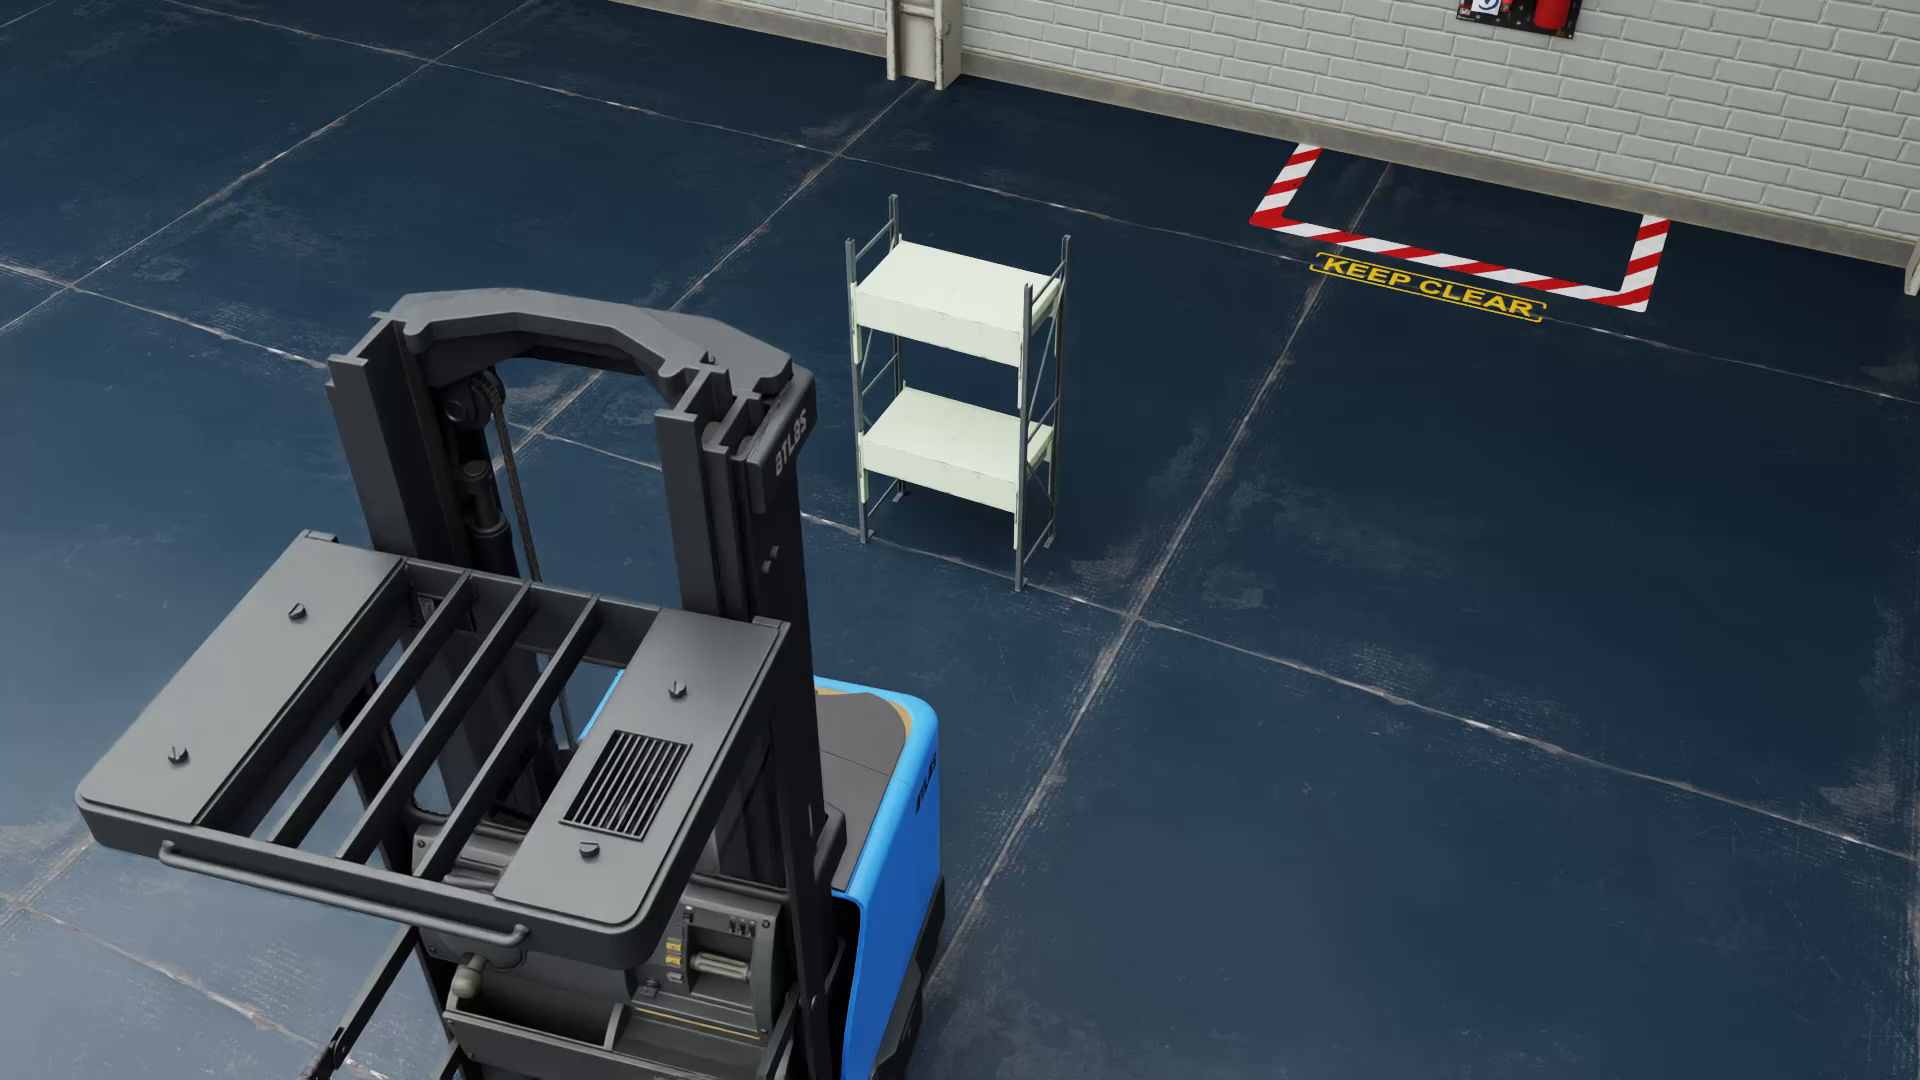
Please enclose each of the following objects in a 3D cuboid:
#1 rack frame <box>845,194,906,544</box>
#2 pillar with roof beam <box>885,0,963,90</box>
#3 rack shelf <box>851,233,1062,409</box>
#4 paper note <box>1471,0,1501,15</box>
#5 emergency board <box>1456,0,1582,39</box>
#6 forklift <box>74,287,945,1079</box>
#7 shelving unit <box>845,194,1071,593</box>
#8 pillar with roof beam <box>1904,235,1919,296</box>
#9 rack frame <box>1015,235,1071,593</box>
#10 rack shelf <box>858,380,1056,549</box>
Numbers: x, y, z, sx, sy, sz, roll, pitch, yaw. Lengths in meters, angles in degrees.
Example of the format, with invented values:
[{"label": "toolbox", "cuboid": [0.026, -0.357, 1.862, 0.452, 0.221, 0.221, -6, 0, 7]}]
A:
[{"label": "rack frame", "cuboid": [-0.338, -0.670, 6.878, 0.023, 1.500, 0.400, 17, 44, 19]}, {"label": "pillar with roof beam", "cuboid": [-2.045, -3.840, 4.810, 0.400, 9.000, 9.100, 17, 44, 19]}, {"label": "rack shelf", "cuboid": [-0.006, -0.863, 6.505, 0.720, 0.370, 0.431, 17, 44, 19]}, {"label": "paper note", "cuboid": [2.858, -2.931, 9.014, 0.142, 0.148, 0.016, 17, 44, 19]}, {"label": "emergency board", "cuboid": [2.989, -3.174, 8.622, 0.643, 1.169, 0.194, 17, 44, 19]}, {"label": "forklift", "cuboid": [-0.932, 1.038, 3.815, 1.130, 2.935, 3.031, 10, 42, 11]}, {"label": "shelving unit", "cuboid": [-0.006, -0.569, 6.761, 0.755, 1.500, 0.431, 17, 44, 19]}, {"label": "pillar with roof beam", "cuboid": [3.392, -2.179, 2.893, 0.400, 9.000, 9.100, 17, 44, 19]}, {"label": "rack frame", "cuboid": [0.326, -0.467, 6.644, 0.023, 1.500, 0.400, 17, 44, 19]}, {"label": "rack shelf", "cuboid": [-0.006, -0.322, 6.974, 0.720, 0.370, 0.431, 17, 44, 19]}]
